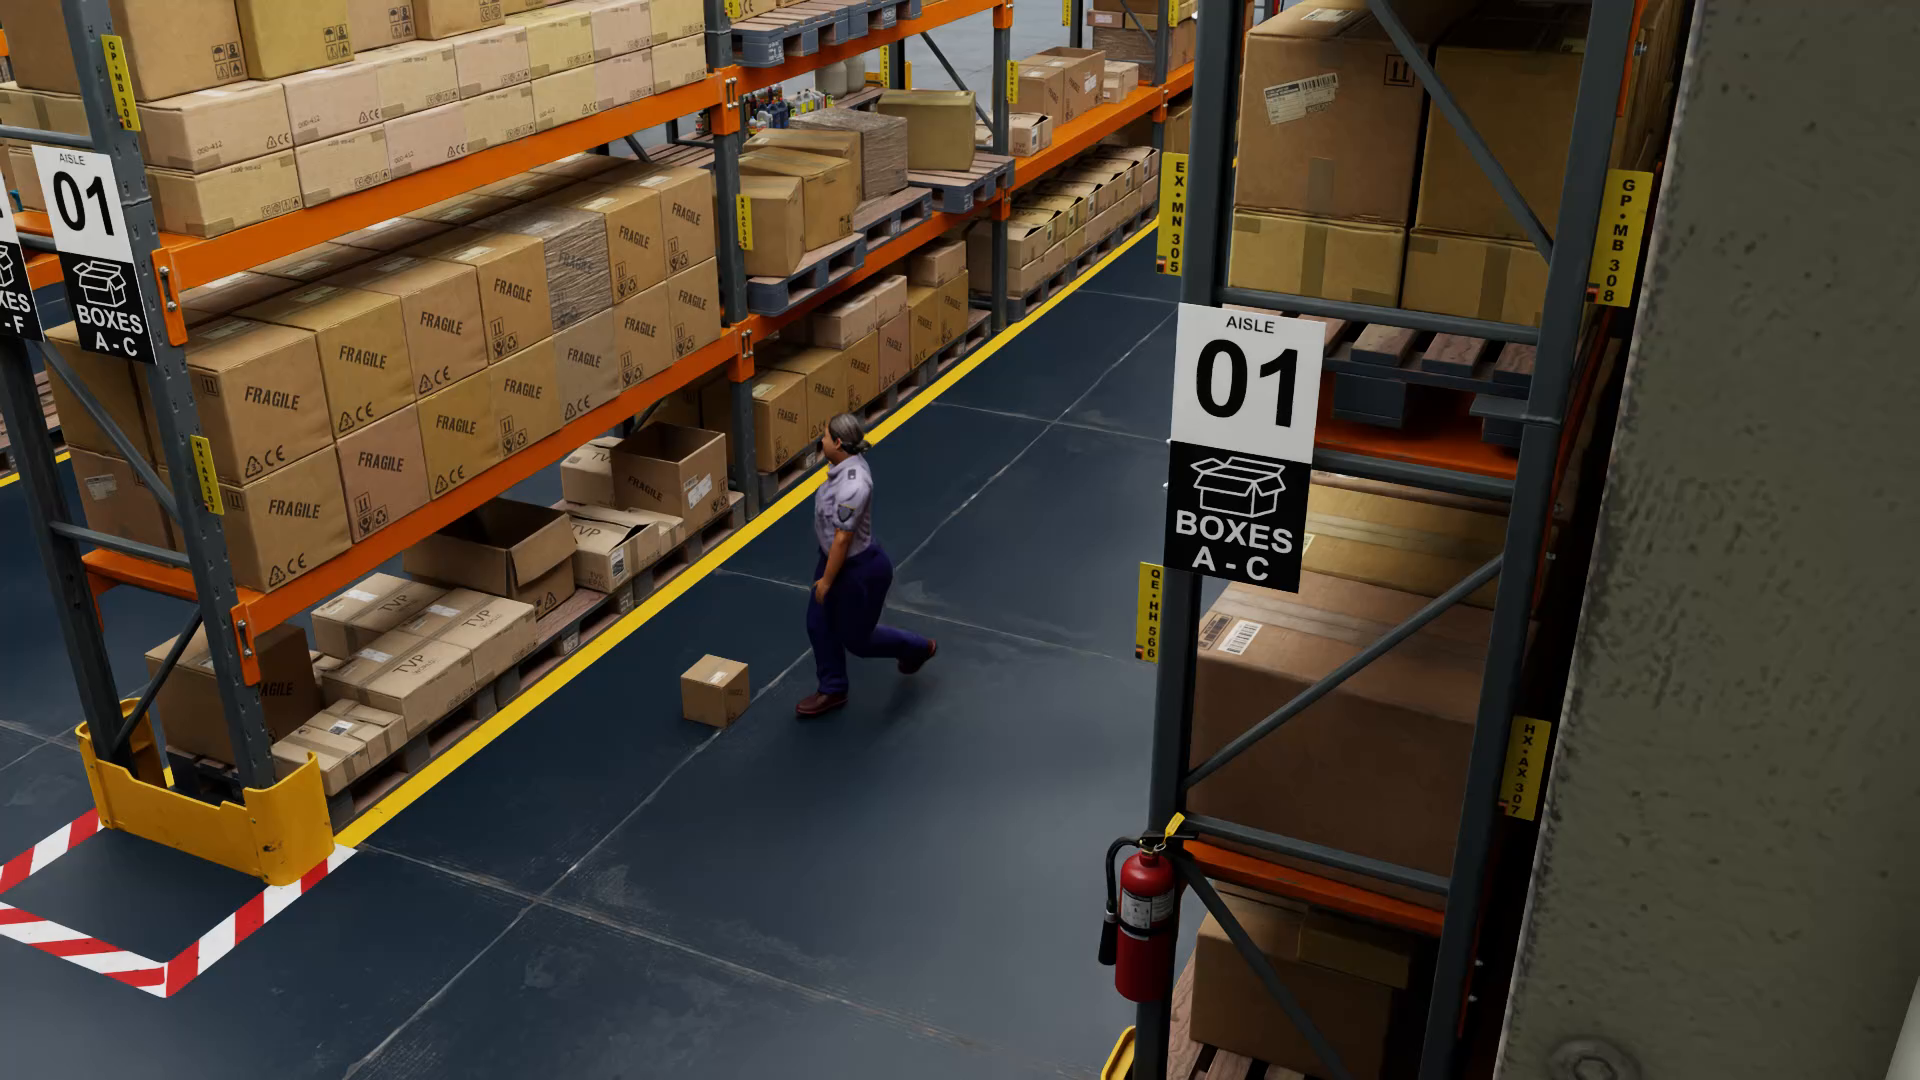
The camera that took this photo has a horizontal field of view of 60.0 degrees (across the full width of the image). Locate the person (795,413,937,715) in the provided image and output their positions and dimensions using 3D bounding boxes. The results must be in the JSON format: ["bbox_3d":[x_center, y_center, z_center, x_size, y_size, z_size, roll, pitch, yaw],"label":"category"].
[{"bbox_3d":[-0.486,0.113,8.280,0.770,1.596,0.474,-11,28,-20],"label":"person"}]
